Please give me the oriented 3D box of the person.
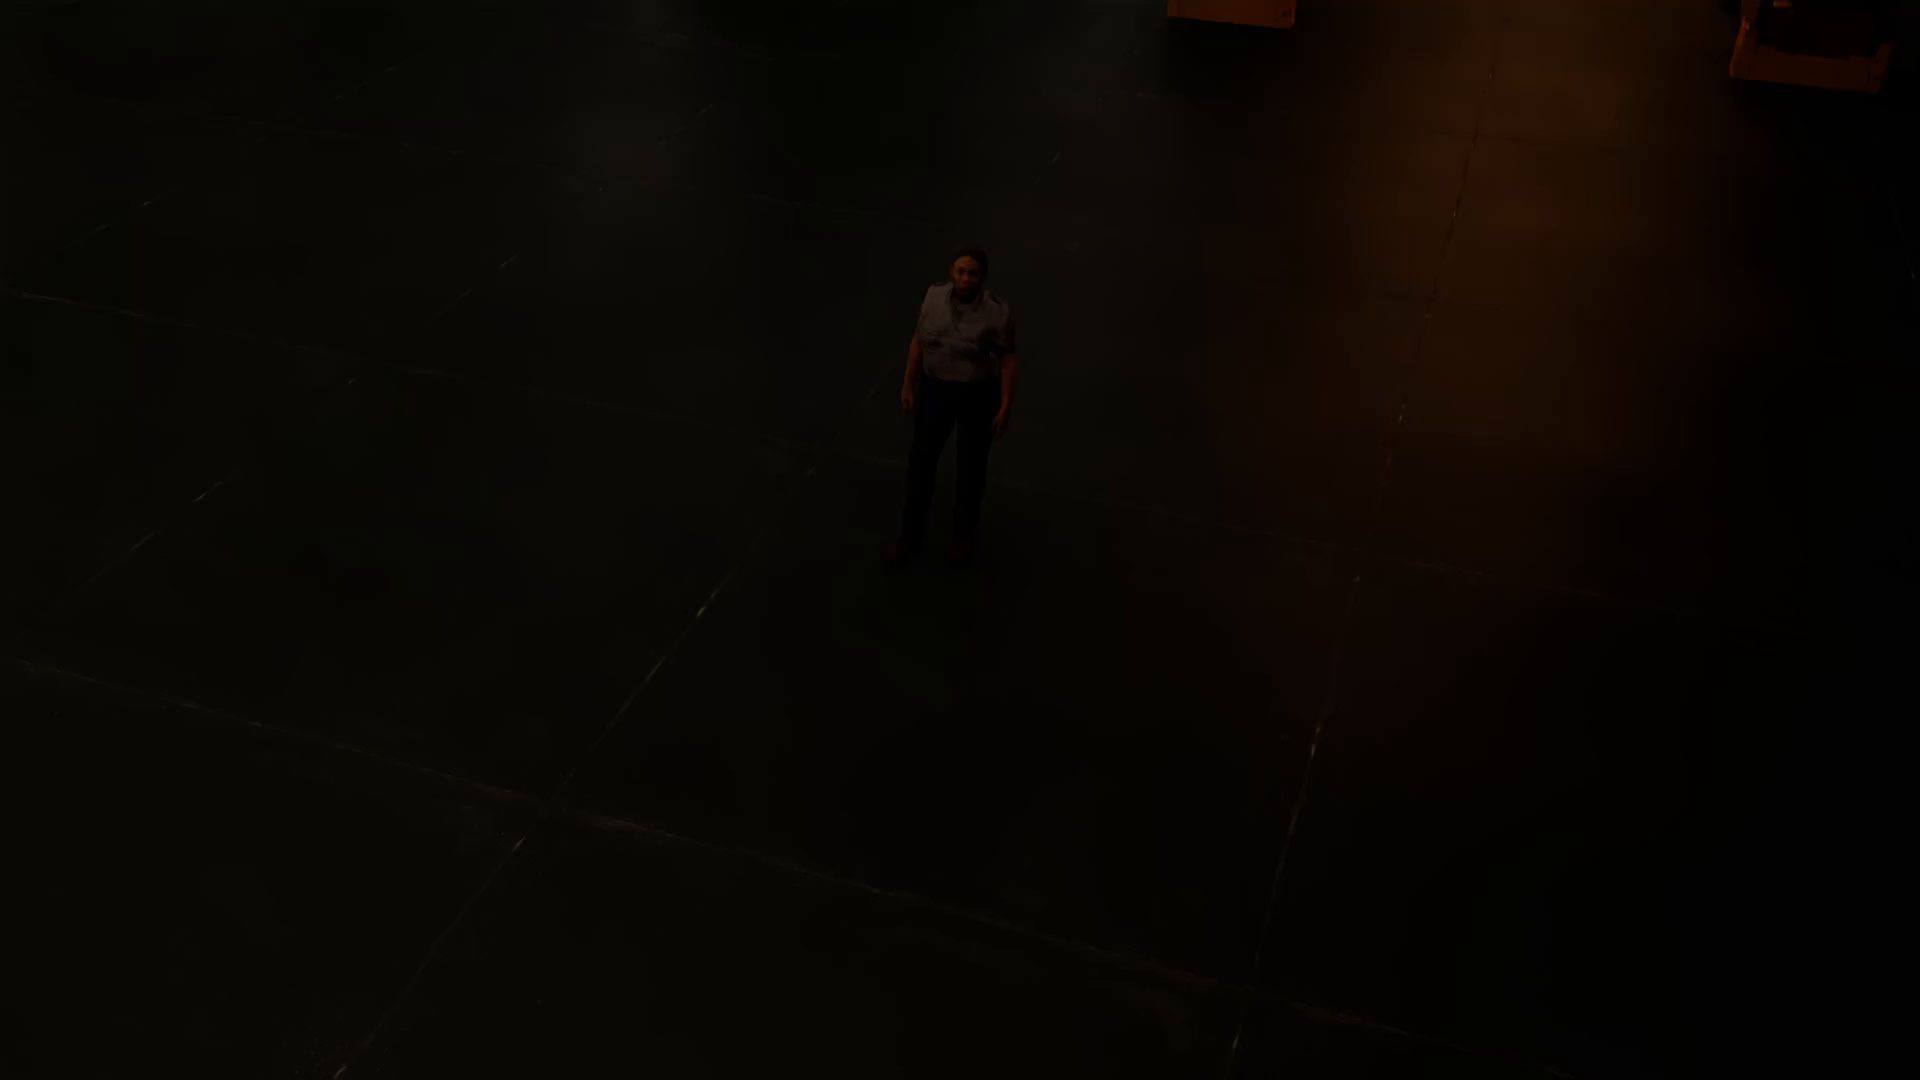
[{"bbox_3d":[-0.051,-0.633,8.101,0.599,1.650,0.502,12,37,16],"label":"person"}]
